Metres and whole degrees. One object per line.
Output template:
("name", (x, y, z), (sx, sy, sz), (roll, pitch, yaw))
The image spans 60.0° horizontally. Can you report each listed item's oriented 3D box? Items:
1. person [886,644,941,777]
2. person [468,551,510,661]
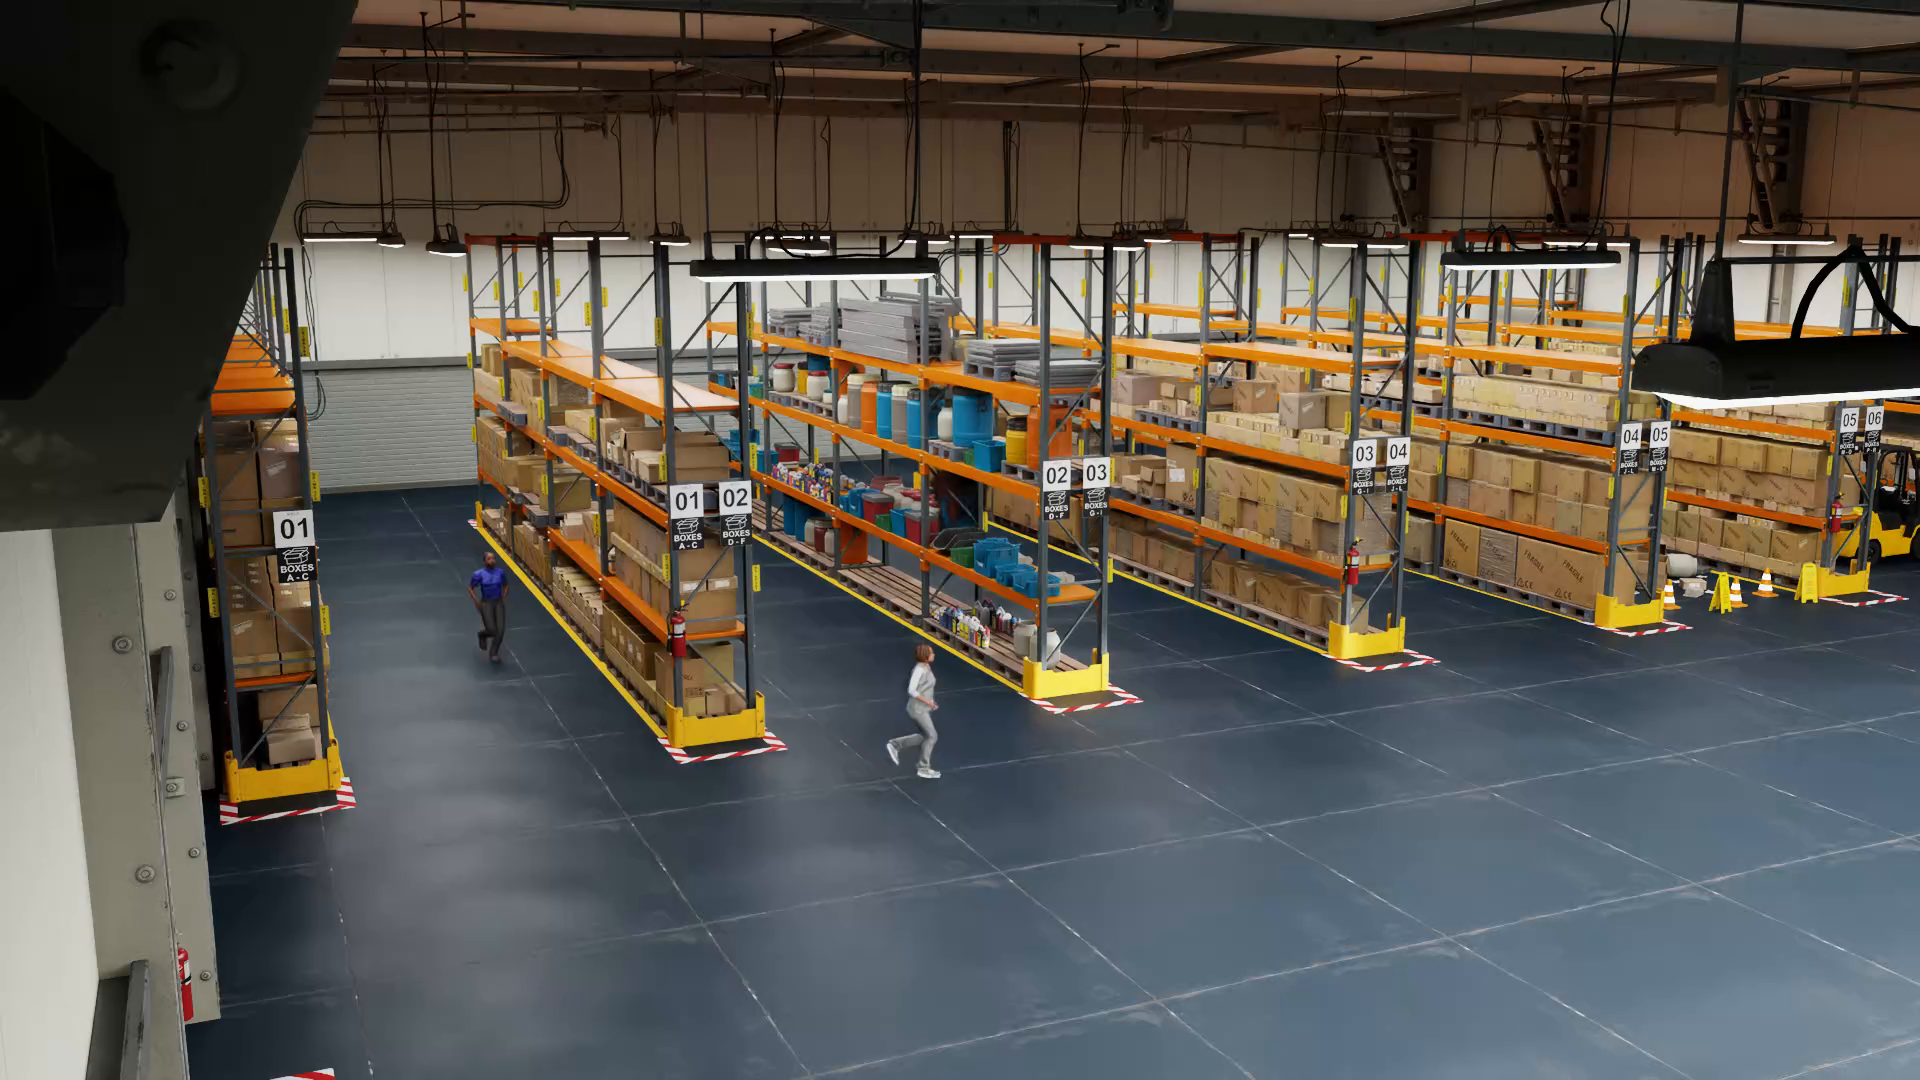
("person", (-0.531, 1.951, 19.094), (0.632, 1.557, 0.575), (2, 11, 9))
("person", (-6.759, 0.953, 24.009), (0.574, 1.603, 0.561), (-7, 13, -34))
